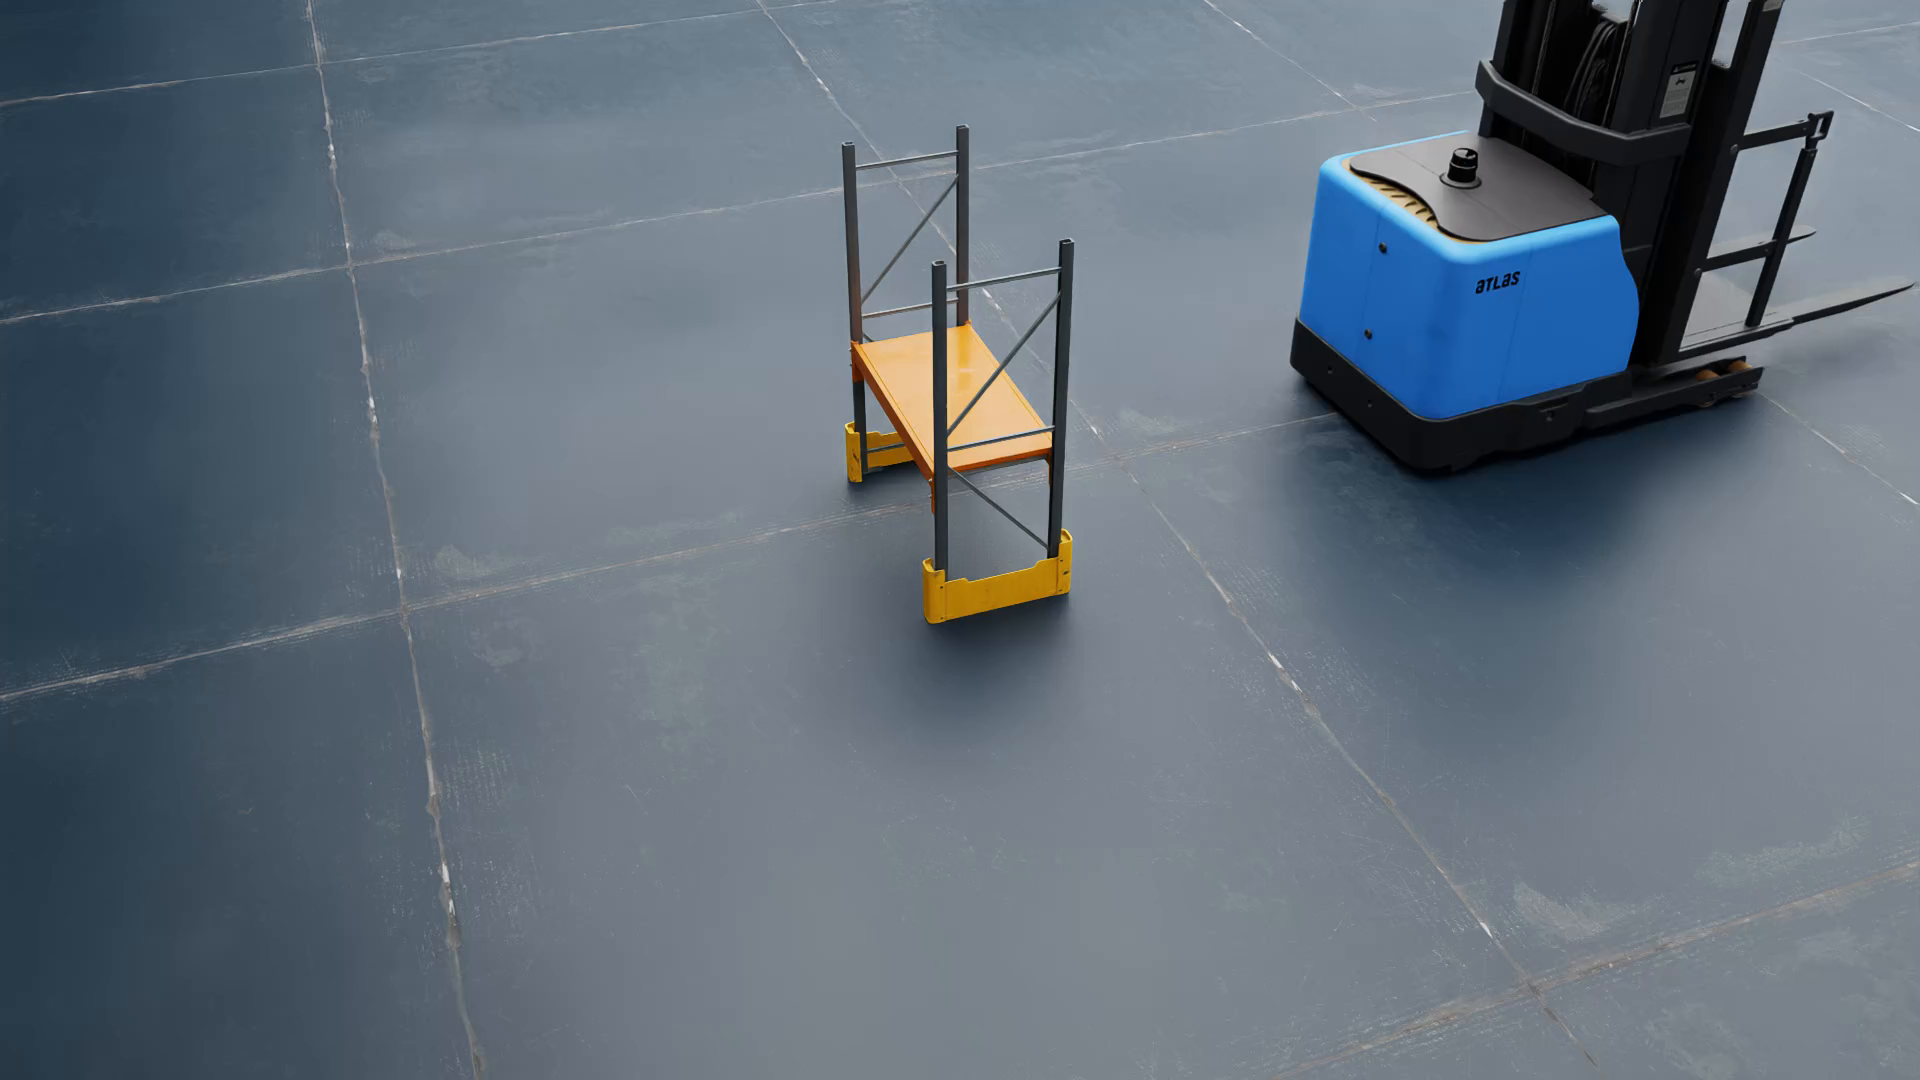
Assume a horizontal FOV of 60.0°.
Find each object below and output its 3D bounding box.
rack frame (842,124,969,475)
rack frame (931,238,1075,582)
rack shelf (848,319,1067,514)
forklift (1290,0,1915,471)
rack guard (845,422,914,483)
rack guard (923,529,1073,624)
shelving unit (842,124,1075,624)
[{"bbox_3d":[-0.204,-0.934,6.744,0.500,1.500,0.032,-12,39,-16],"label":"rack frame"},{"bbox_3d":[0.146,-0.360,5.981,0.500,1.500,0.032,-12,39,-16],"label":"rack frame"},{"bbox_3d":[-0.029,-0.504,6.471,0.538,0.185,1.000,-12,39,-16],"label":"rack shelf"},{"bbox_3d":[3.095,-2.049,7.034,3.031,2.935,1.130,-15,39,-19],"label":"forklift"},{"bbox_3d":[-0.198,-0.424,7.105,0.587,0.250,0.087,-12,39,-16],"label":"rack guard"},{"bbox_3d":[0.145,0.138,6.358,0.587,0.250,0.087,-12,39,-16],"label":"rack guard"},{"bbox_3d":[-0.026,-0.642,6.356,0.587,1.500,1.083,-12,39,-16],"label":"shelving unit"}]
